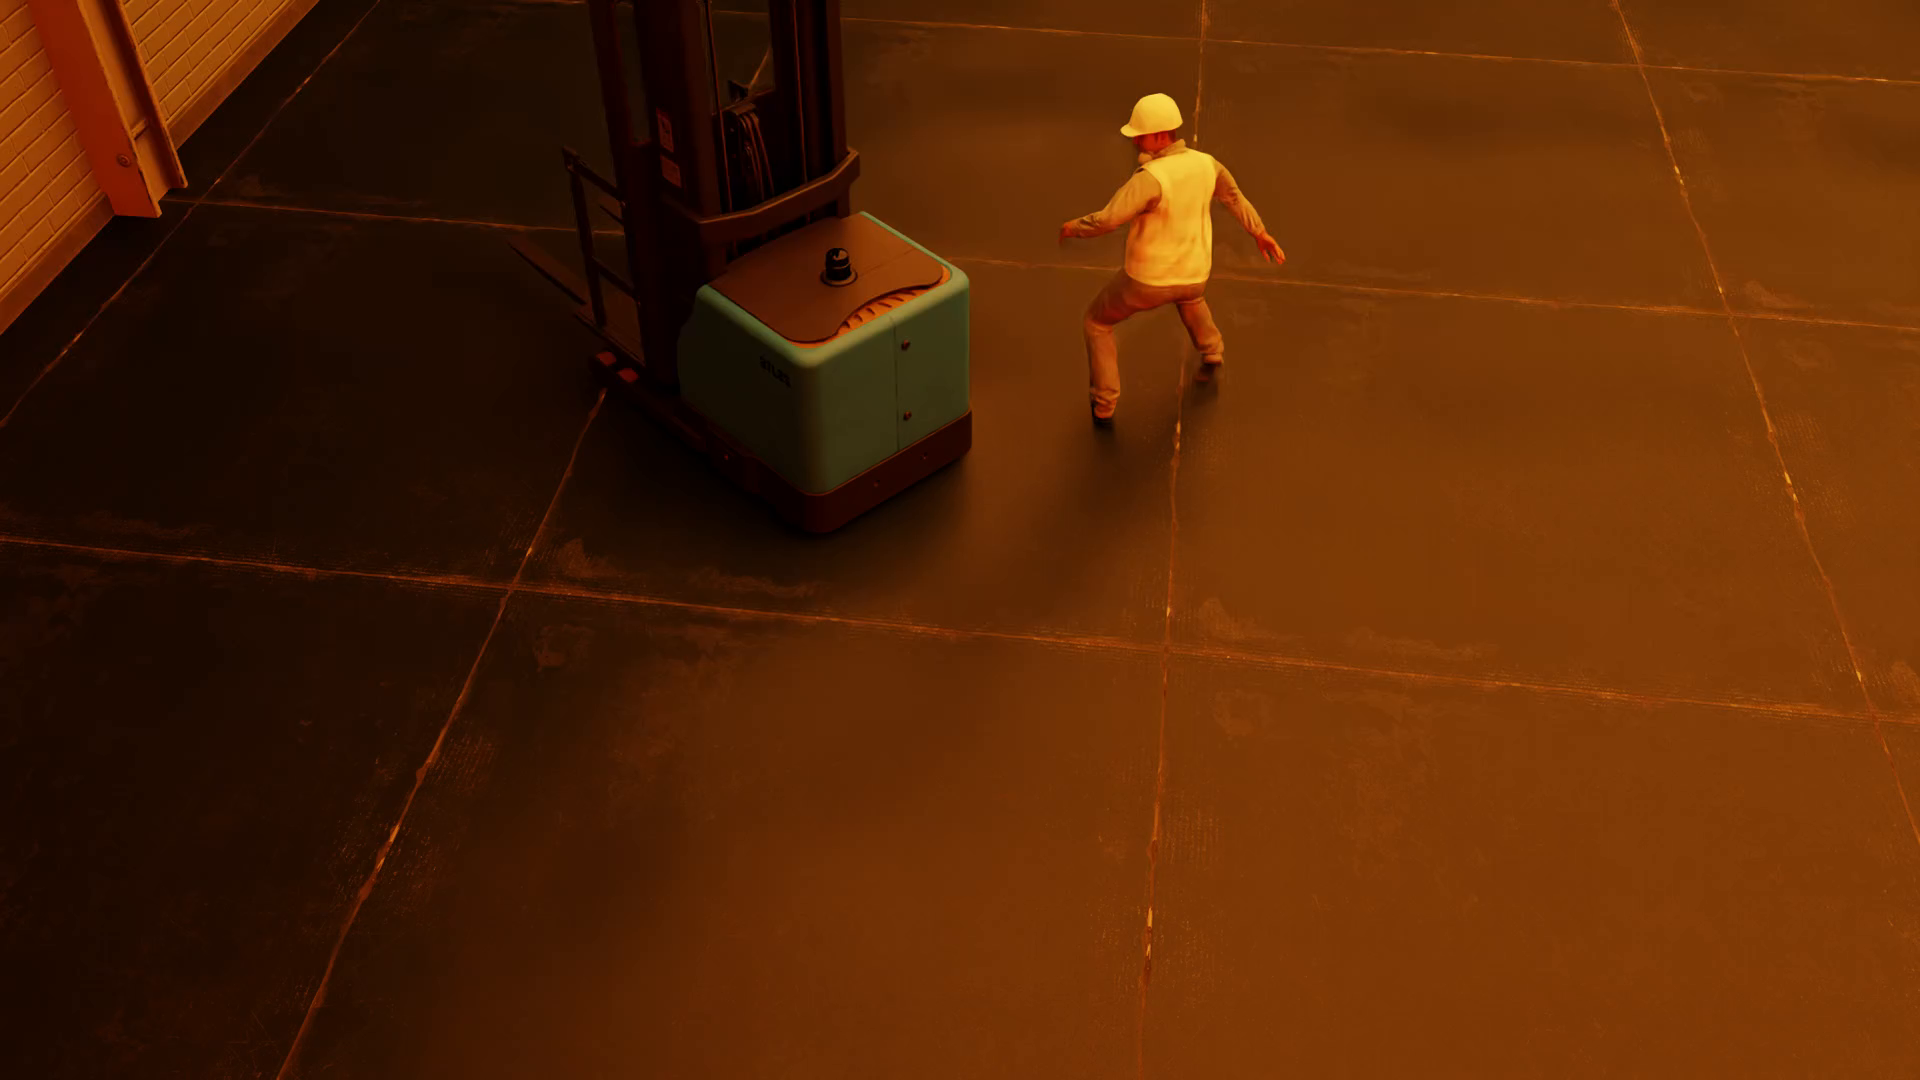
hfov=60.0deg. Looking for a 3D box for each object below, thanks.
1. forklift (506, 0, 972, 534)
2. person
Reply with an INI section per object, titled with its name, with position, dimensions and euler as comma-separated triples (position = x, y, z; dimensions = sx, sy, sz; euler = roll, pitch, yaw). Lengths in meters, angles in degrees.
[forklift]
position = -1.305, -2.021, 7.924
dimensions = 1.130, 2.935, 3.031
euler = -32, 51, -30
[person]
position = 1.041, -1.381, 8.285
dimensions = 1.023, 1.718, 0.572
euler = -18, 46, -19
